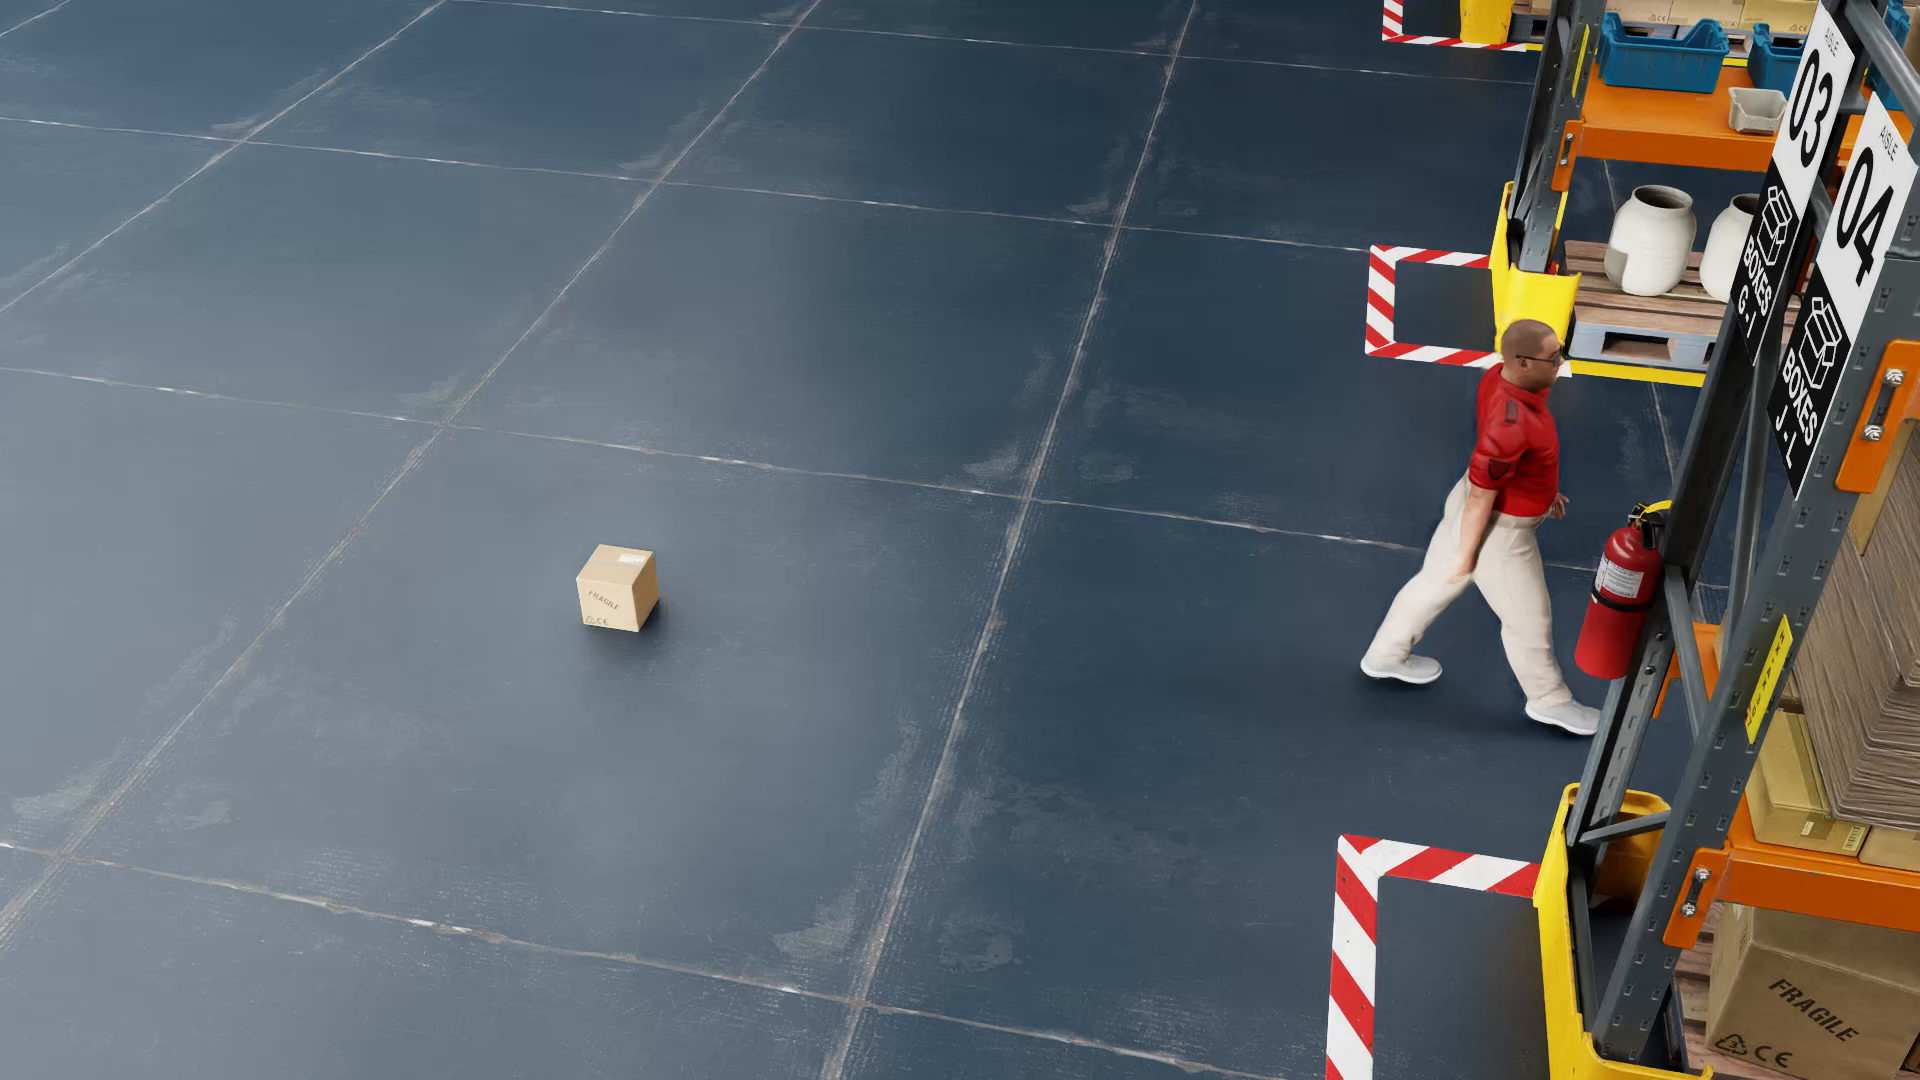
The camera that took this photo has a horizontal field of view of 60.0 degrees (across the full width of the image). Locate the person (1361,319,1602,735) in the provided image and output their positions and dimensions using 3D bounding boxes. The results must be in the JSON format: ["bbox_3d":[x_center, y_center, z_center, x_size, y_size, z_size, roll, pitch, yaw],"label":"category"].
[{"bbox_3d":[2.110,-0.065,6.228,0.954,1.685,0.547,5,37,7],"label":"person"}]
